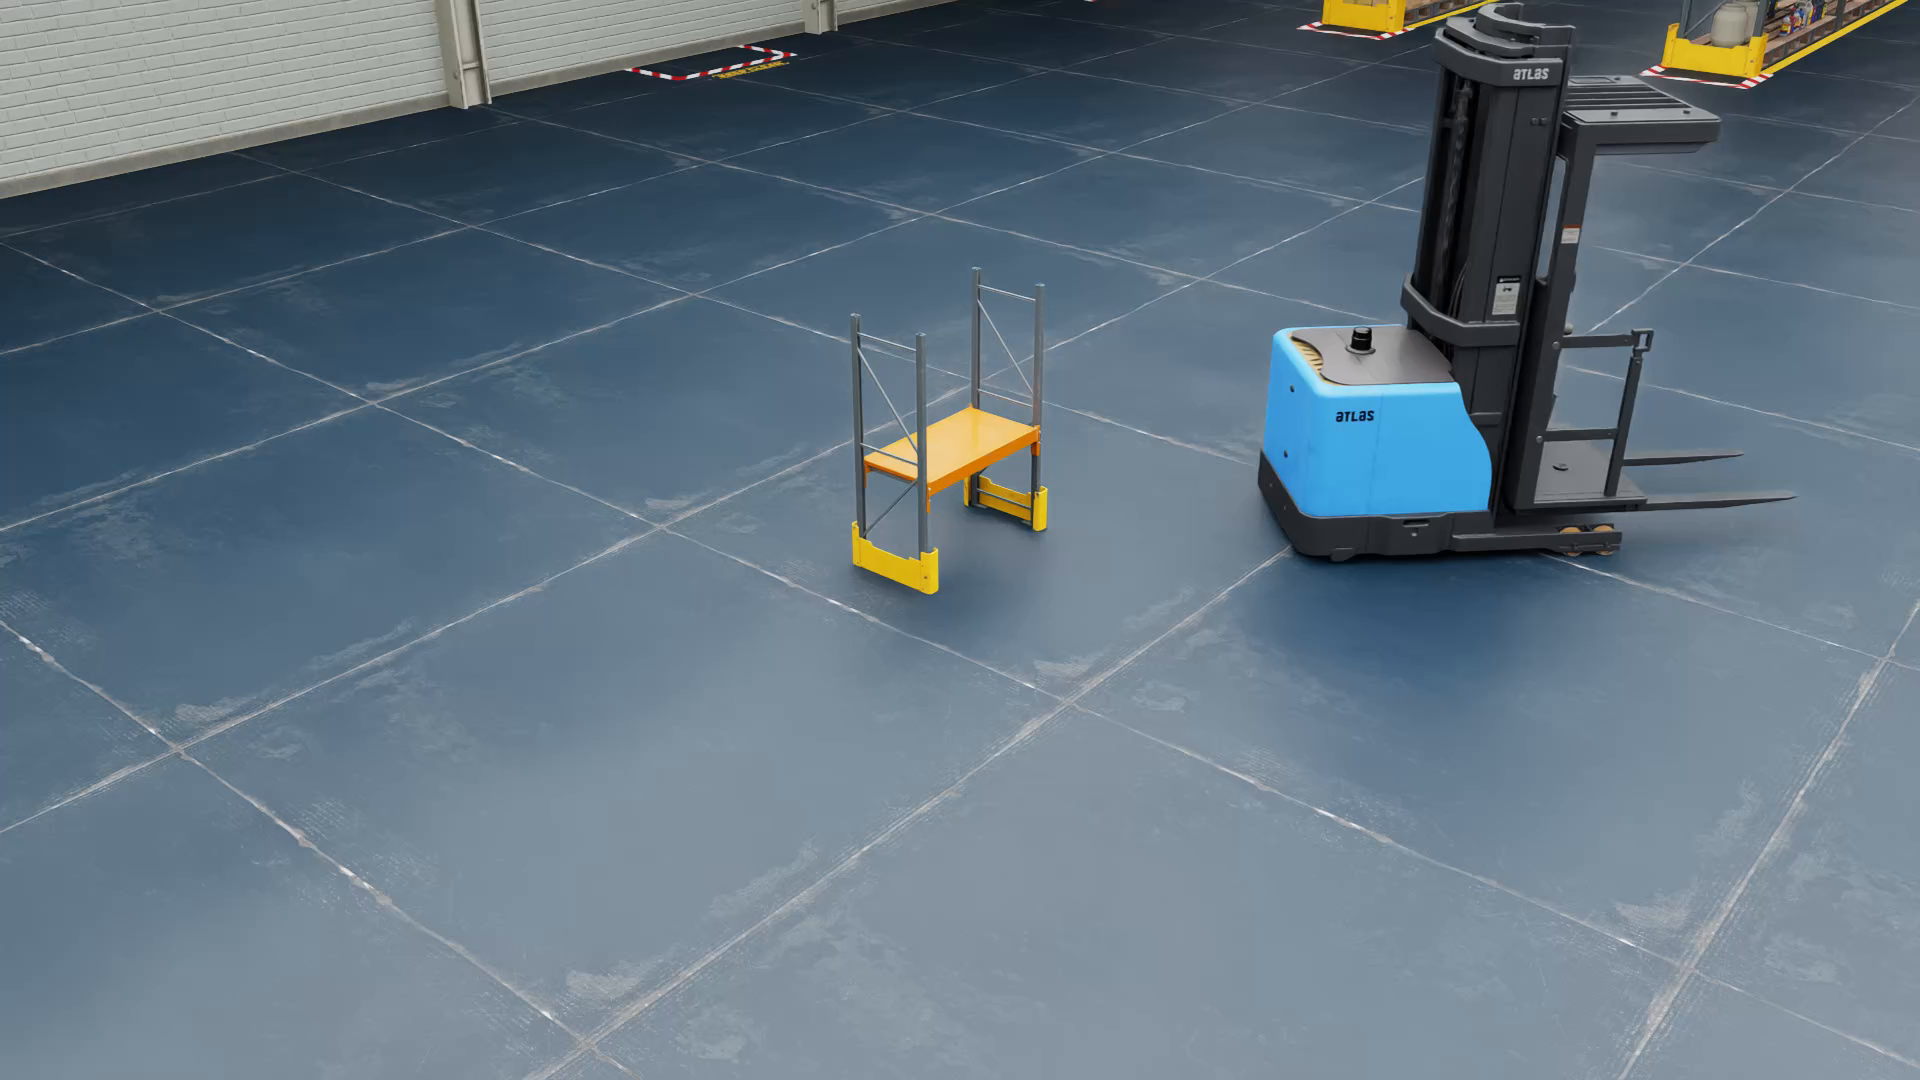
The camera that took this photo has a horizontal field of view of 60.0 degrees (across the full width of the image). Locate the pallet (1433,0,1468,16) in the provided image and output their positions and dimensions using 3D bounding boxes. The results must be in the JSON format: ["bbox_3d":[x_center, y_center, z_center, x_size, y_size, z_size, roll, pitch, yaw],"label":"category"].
[{"bbox_3d":[7.094,-8.293,25.550,1.003,0.211,1.213,21,34,34],"label":"pallet"}]

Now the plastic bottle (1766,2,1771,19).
[{"bbox_3d":[11.395,-7.518,23.509,0.097,0.271,0.097,0,27,0],"label":"plastic bottle"}]

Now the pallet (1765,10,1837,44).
[{"bbox_3d":[11.768,-7.322,23.674,1.003,0.211,1.213,21,34,34],"label":"pallet"}]

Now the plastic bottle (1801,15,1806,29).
[{"bbox_3d":[11.553,-7.137,22.849,0.097,0.201,0.097,0,27,0],"label":"plastic bottle"}]

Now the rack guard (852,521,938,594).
[{"bbox_3d":[-0.365,0.093,9.299,0.587,0.250,0.087,21,34,34],"label":"rack guard"}]

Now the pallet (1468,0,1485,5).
[{"bbox_3d":[7.870,-8.727,26.390,1.003,0.211,1.213,21,34,34],"label":"pallet"}]

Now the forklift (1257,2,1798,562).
[{"bbox_3d":[3.382,-1.448,9.359,3.031,2.935,1.130,-2,27,-5],"label":"forklift"}]

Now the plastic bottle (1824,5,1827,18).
[{"bbox_3d":[12.237,-7.519,23.587,0.097,0.201,0.097,0,27,0],"label":"plastic bottle"}]

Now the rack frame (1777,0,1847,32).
[{"bbox_3d":[12.228,-8.786,23.470,1.000,3.000,0.127,21,34,34],"label":"rack frame"}]

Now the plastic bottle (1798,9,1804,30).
[{"bbox_3d":[11.488,-7.132,22.763,0.097,0.271,0.097,0,27,0],"label":"plastic bottle"}]

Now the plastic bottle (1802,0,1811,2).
[{"bbox_3d":[11.929,-7.535,23.455,0.144,0.351,0.185,21,34,34],"label":"plastic bottle"}]

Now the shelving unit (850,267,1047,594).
[{"bbox_3d":[-0.048,-0.639,9.353,0.587,1.500,1.083,21,34,34],"label":"shelving unit"}]

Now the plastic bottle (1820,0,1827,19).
[{"bbox_3d":[12.176,-7.508,23.477,0.061,0.283,0.133,23,35,37],"label":"plastic bottle"}]

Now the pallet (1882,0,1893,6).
[{"bbox_3d":[14.249,-8.703,26.343,1.003,0.211,1.213,21,34,34],"label":"pallet"}]

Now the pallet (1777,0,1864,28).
[{"bbox_3d":[12.697,-7.838,24.671,1.003,0.211,1.213,21,34,34],"label":"pallet"}]

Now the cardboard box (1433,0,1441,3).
[{"bbox_3d":[7.010,-8.263,24.994,0.500,0.250,0.500,21,34,34],"label":"cardboard box"}]

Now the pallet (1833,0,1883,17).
[{"bbox_3d":[13.473,-8.272,25.510,1.003,0.211,1.213,21,34,34],"label":"pallet"}]

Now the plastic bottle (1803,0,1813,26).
[{"bbox_3d":[11.713,-7.310,23.020,0.144,0.351,0.185,21,34,34],"label":"plastic bottle"}]

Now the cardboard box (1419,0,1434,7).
[{"bbox_3d":[6.692,-8.086,24.651,0.500,0.250,0.500,21,34,34],"label":"cardboard box"}]

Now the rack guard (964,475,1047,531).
[{"bbox_3d":[0.268,-0.261,9.982,0.587,0.250,0.087,21,34,34],"label":"rack guard"}]

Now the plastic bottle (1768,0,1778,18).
[{"bbox_3d":[11.505,-7.598,23.577,0.144,0.351,0.185,21,34,34],"label":"plastic bottle"}]

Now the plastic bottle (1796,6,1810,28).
[{"bbox_3d":[11.607,-7.220,22.928,0.152,0.276,0.135,21,34,35],"label":"plastic bottle"}]

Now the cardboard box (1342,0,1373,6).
[{"bbox_3d":[5.977,-8.059,24.599,0.500,0.250,0.500,21,34,34],"label":"cardboard box"}]

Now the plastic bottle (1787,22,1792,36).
[{"bbox_3d":[11.143,-6.909,22.408,0.097,0.201,0.097,0,27,0],"label":"plastic bottle"}]

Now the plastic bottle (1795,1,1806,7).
[{"bbox_3d":[11.788,-7.426,23.325,0.152,0.276,0.135,21,34,34],"label":"plastic bottle"}]

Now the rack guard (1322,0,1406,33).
[{"bbox_3d":[5.848,-7.698,24.087,1.175,0.500,0.348,21,34,34],"label":"rack guard"}]

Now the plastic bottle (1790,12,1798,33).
[{"bbox_3d":[11.295,-7.025,22.556,0.097,0.271,0.097,0,27,0],"label":"plastic bottle"}]

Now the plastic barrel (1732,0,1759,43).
[{"bbox_3d":[10.362,-6.883,22.041,0.421,0.512,0.421,0,27,0],"label":"plastic barrel"}]

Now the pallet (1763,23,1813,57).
[{"bbox_3d":[10.993,-6.887,22.834,1.003,0.211,1.213,21,34,34],"label":"pallet"}]

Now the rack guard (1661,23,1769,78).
[{"bbox_3d":[9.695,-6.299,21.381,1.175,0.500,0.348,21,34,34],"label":"rack guard"}]

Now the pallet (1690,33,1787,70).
[{"bbox_3d":[10.216,-6.457,22.001,1.003,0.211,1.213,21,34,34],"label":"pallet"}]

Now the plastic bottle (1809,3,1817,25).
[{"bbox_3d":[11.847,-7.325,23.122,0.061,0.283,0.133,23,35,38],"label":"plastic bottle"}]

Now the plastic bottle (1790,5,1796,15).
[{"bbox_3d":[11.524,-7.255,22.986,0.061,0.283,0.133,21,34,34],"label":"plastic bottle"}]

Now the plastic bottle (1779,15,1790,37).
[{"bbox_3d":[11.077,-6.904,22.321,0.097,0.271,0.097,0,27,0],"label":"plastic bottle"}]

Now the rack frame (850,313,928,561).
[{"bbox_3d":[-0.378,-0.456,8.999,0.500,1.500,0.032,21,34,34],"label":"rack frame"}]

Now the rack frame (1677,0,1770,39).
[{"bbox_3d":[9.683,-7.368,20.728,1.000,3.000,0.127,21,34,34],"label":"rack frame"}]

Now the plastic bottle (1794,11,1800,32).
[{"bbox_3d":[11.359,-7.060,22.624,0.097,0.271,0.097,0,27,0],"label":"plastic bottle"}]

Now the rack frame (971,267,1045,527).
[{"bbox_3d":[0.269,-0.816,9.695,0.500,1.500,0.032,21,34,34],"label":"rack frame"}]

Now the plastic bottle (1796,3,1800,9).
[{"bbox_3d":[11.617,-7.301,23.076,0.061,0.283,0.133,21,34,34],"label":"plastic bottle"}]

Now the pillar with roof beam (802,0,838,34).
[{"bbox_3d":[1.322,-10.044,19.371,9.100,9.000,0.400,21,34,34],"label":"pillar with roof beam"}]

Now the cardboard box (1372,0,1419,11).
[{"bbox_3d":[6.376,-7.908,24.306,0.500,0.250,0.500,21,34,34],"label":"cardboard box"}]

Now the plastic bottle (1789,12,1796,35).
[{"bbox_3d":[11.235,-6.984,22.463,0.061,0.283,0.133,21,34,35],"label":"plastic bottle"}]

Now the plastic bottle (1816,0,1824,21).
[{"bbox_3d":[12.040,-7.493,23.373,0.144,0.351,0.185,20,33,33],"label":"plastic bottle"}]

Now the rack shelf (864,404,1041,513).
[{"bbox_3d":[-0.054,-0.476,9.430,0.538,0.185,1.000,21,34,34],"label":"rack shelf"}]

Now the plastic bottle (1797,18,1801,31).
[{"bbox_3d":[11.422,-7.065,22.708,0.097,0.201,0.097,0,27,0],"label":"plastic bottle"}]

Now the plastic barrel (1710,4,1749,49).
[{"bbox_3d":[10.043,-6.705,21.698,0.421,0.512,0.421,0,27,0],"label":"plastic barrel"}]

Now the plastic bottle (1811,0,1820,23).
[{"bbox_3d":[11.918,-7.425,23.242,0.144,0.351,0.185,19,33,32],"label":"plastic bottle"}]

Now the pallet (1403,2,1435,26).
[{"bbox_3d":[6.318,-7.862,24.718,1.003,0.211,1.213,21,34,34],"label":"pallet"}]

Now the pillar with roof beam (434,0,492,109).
[{"bbox_3d":[-2.494,-7.916,15.259,9.100,9.000,0.400,21,34,34],"label":"pillar with roof beam"}]
